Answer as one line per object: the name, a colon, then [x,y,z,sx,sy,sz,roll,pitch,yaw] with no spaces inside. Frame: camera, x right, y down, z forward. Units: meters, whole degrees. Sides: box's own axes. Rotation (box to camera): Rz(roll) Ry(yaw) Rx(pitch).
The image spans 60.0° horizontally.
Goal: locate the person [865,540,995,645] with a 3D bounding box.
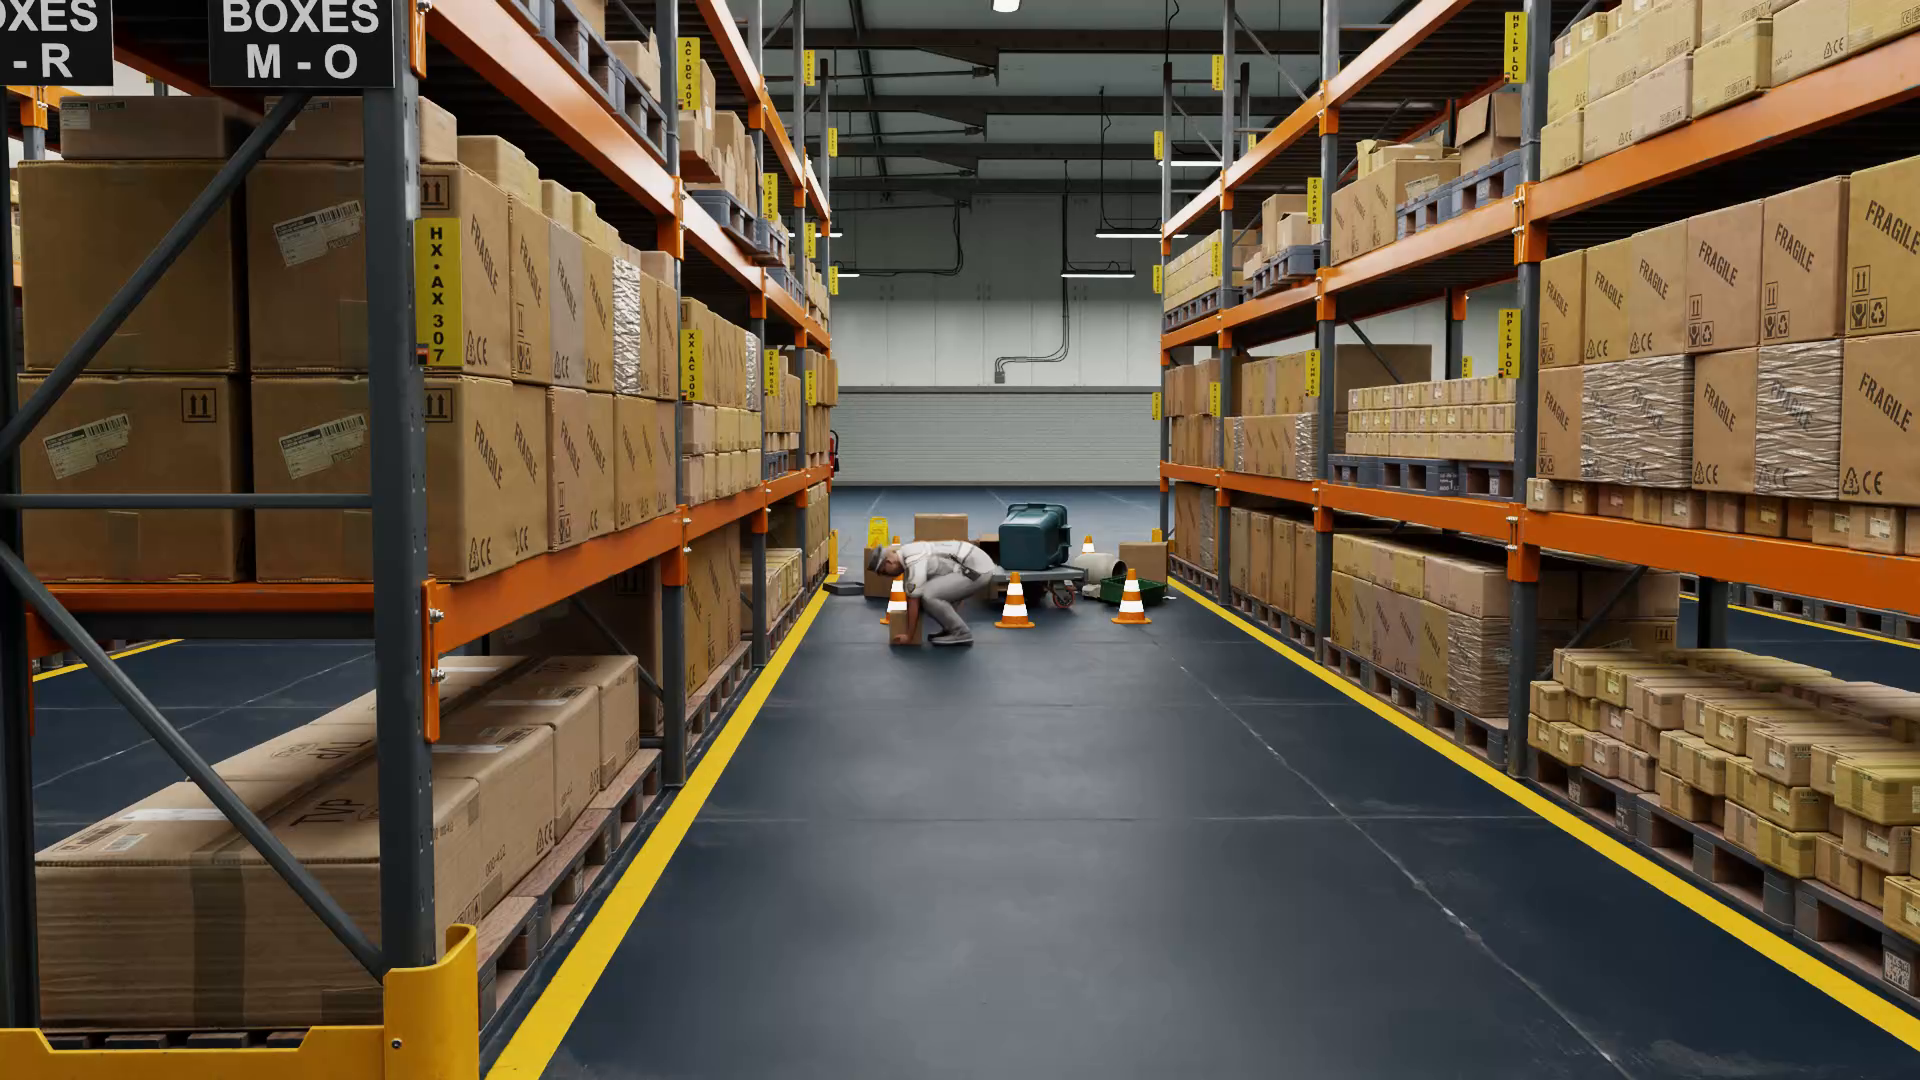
person: [-0.236,0.421,13.130,1.027,0.833,0.524,0,4,-3]
